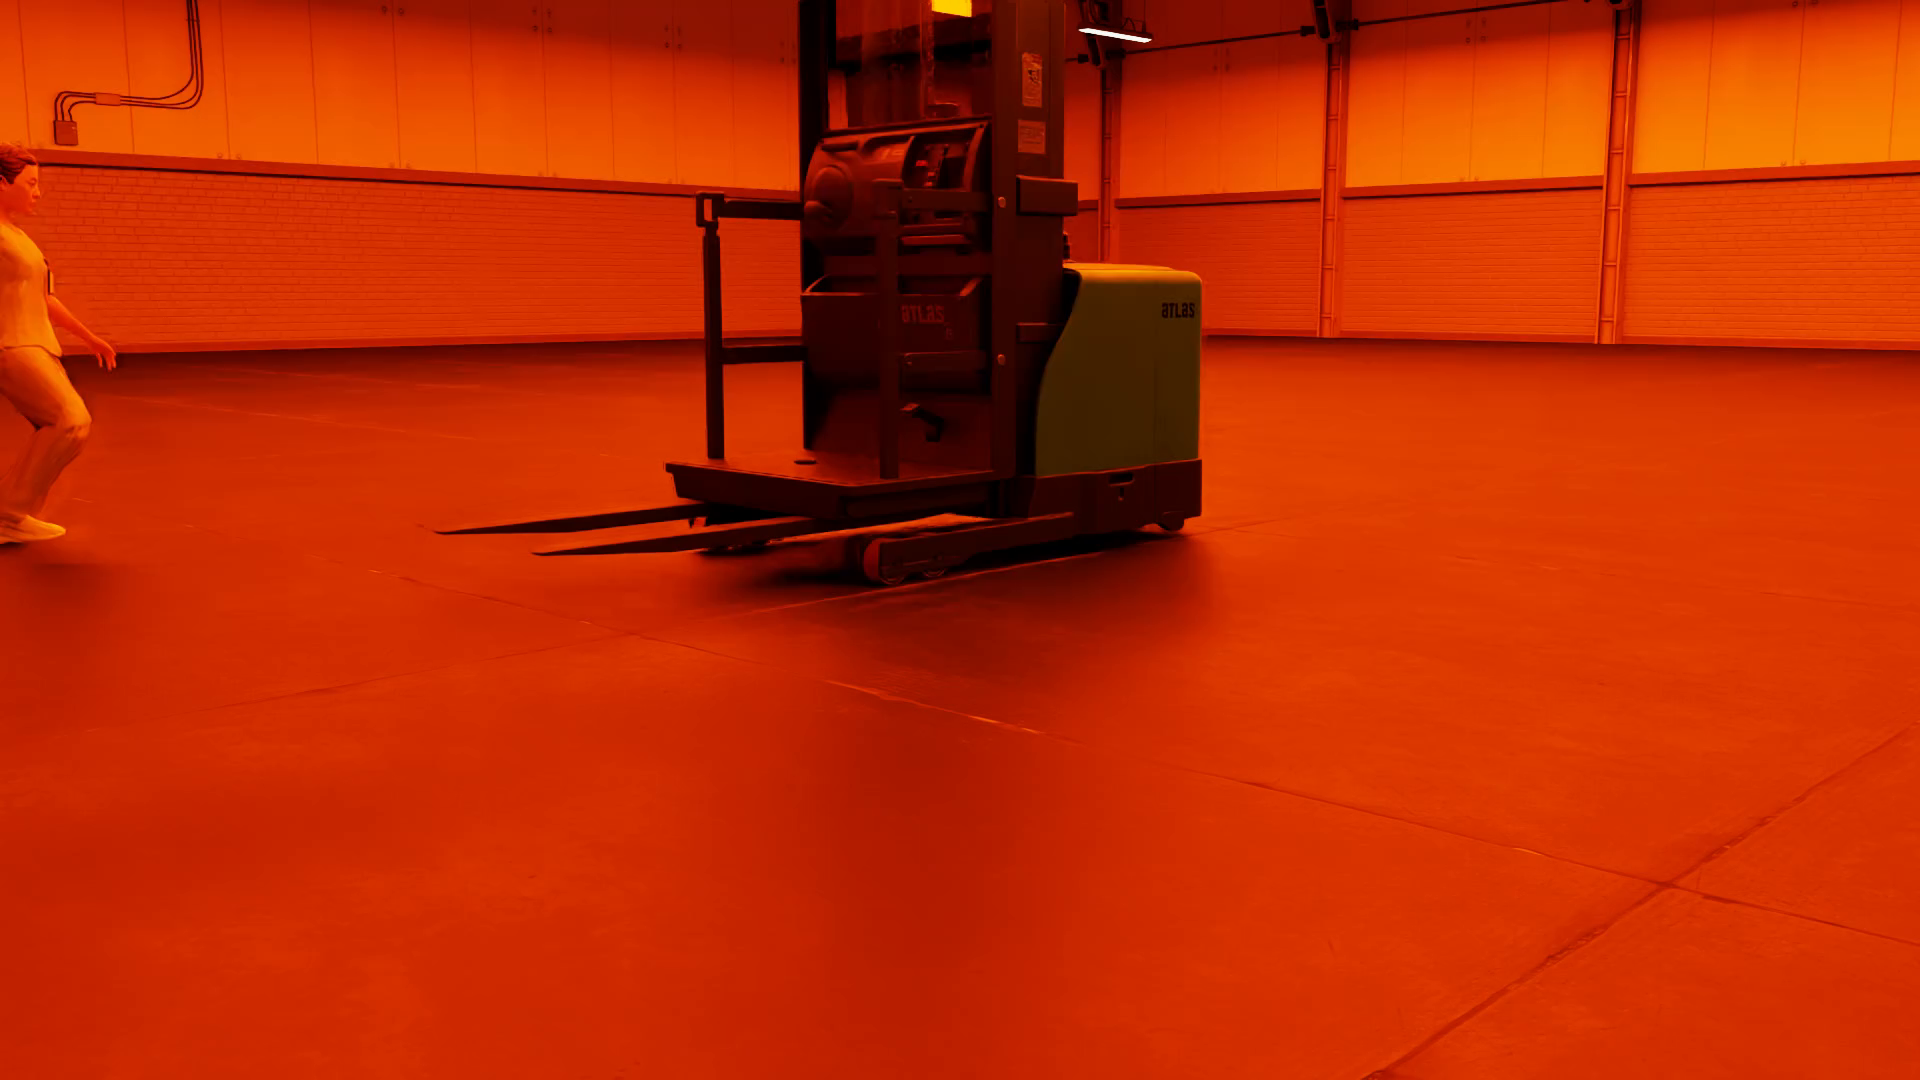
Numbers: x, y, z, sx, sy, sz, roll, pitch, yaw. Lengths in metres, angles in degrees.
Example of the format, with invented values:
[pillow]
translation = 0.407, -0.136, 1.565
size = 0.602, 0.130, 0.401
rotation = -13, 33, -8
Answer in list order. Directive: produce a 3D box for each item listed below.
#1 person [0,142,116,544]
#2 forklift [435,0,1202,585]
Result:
[person]
translation = -3.562, -0.717, 6.334
size = 0.618, 1.563, 0.835
rotation = -1, 9, -7
[forklift]
translation = -0.400, -1.381, 6.042
size = 3.031, 2.935, 1.130
rotation = -8, 12, -44
